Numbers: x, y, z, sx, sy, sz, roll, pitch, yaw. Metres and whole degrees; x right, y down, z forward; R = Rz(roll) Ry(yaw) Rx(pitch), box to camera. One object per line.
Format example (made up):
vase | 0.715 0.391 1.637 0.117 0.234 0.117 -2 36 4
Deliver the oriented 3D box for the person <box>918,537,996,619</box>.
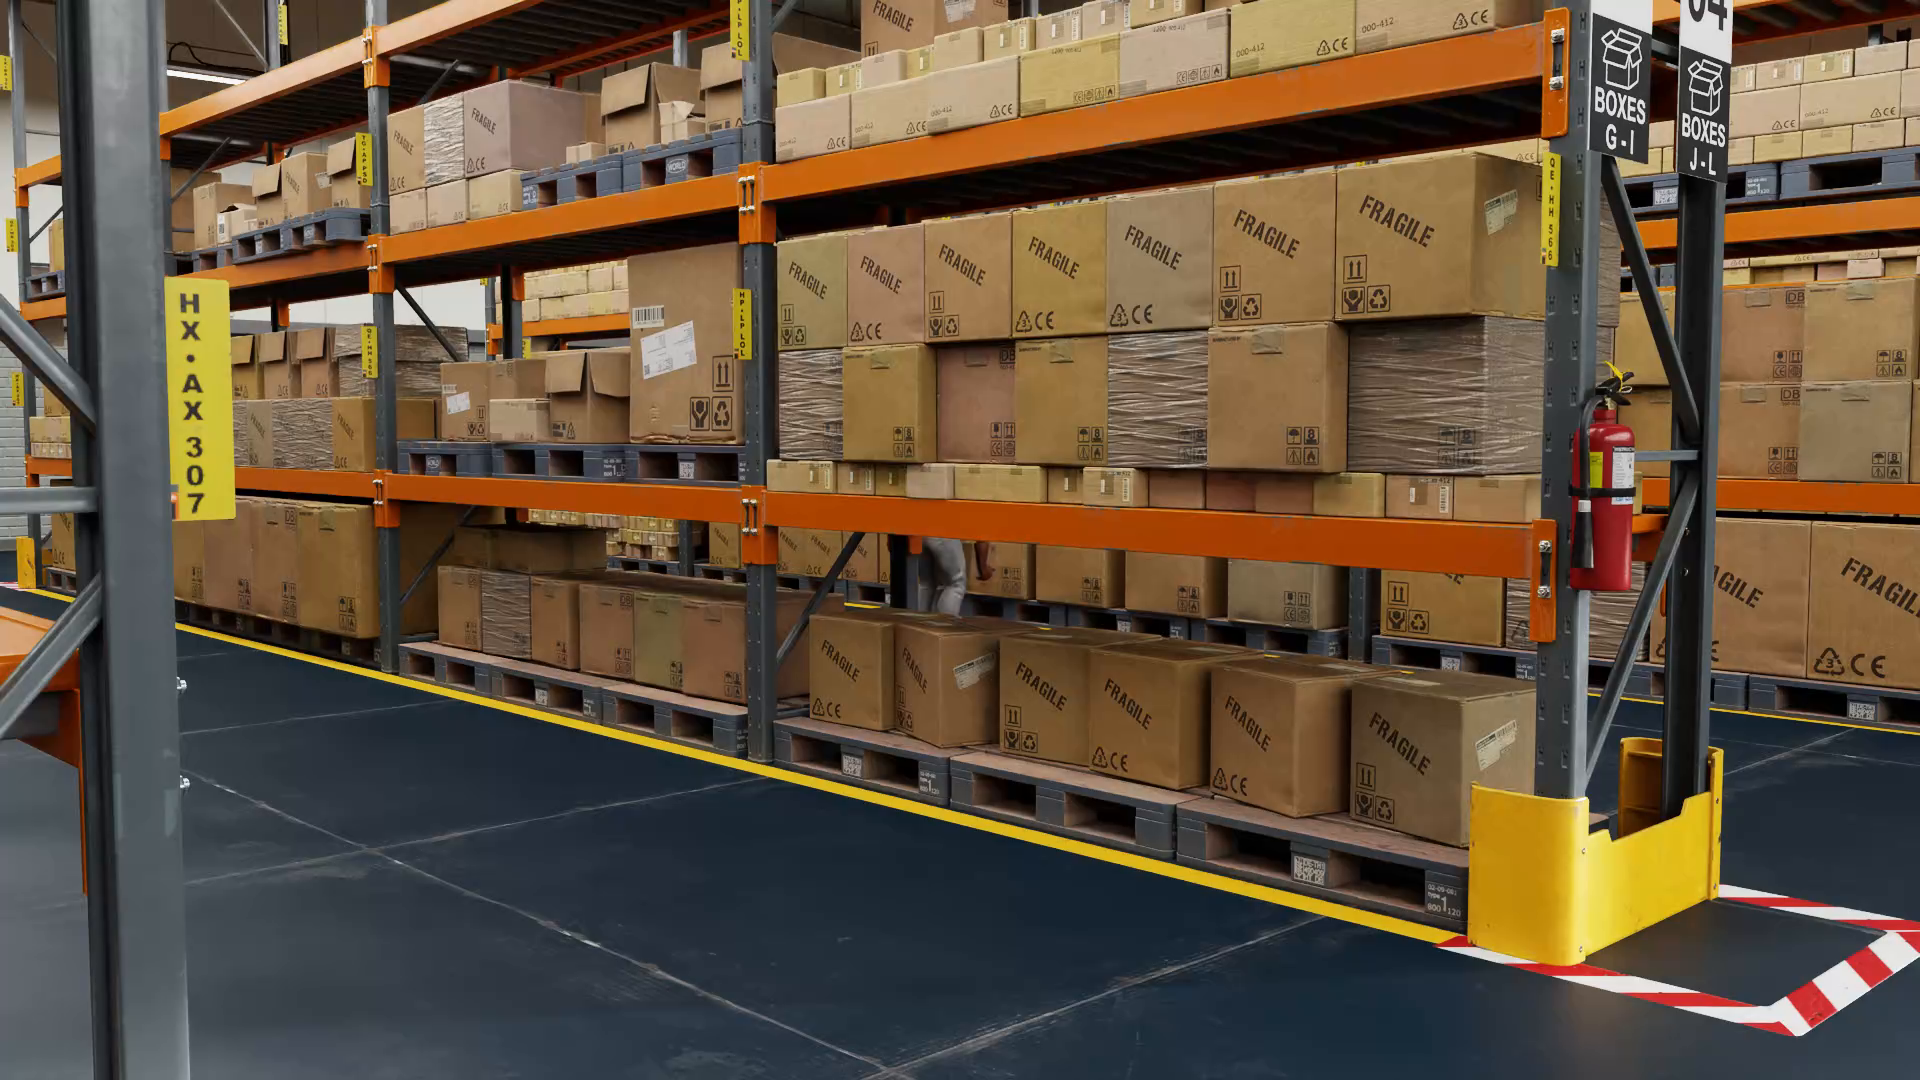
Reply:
person | -0.027 0.075 12.037 0.475 1.420 0.886 4 5 45
